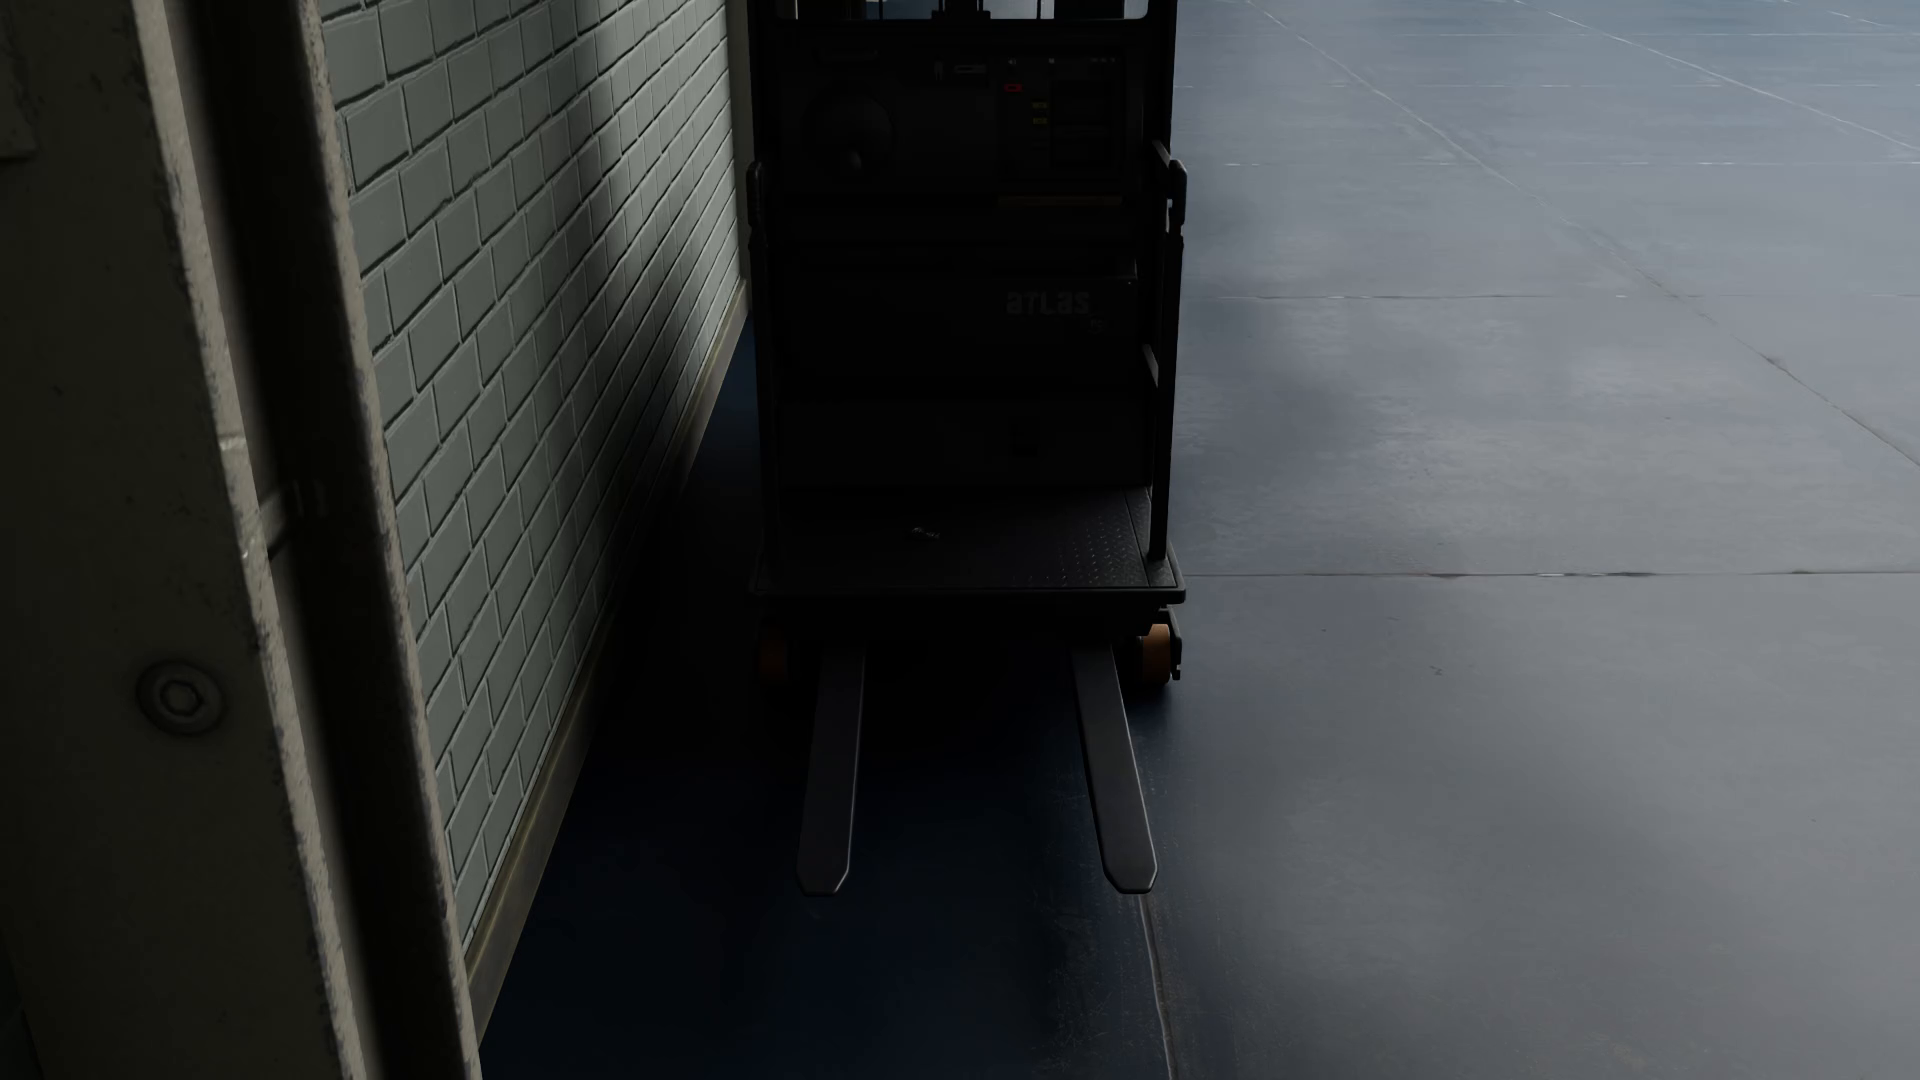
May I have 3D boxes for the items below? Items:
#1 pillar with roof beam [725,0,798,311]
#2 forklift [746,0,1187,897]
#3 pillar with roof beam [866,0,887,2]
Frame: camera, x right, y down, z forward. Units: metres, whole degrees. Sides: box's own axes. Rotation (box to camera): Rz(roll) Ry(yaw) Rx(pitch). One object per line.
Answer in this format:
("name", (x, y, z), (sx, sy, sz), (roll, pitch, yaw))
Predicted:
("pillar with roof beam", (3.460, -5.240, 5.916), (9.100, 9.000, 0.400), (0, 24, -1))
("forklift", (0.010, -1.076, 4.072), (1.130, 2.935, 3.031), (0, 24, -1))
("pillar with roof beam", (3.329, -10.185, 16.849), (9.100, 9.000, 0.400), (0, 24, -1))
